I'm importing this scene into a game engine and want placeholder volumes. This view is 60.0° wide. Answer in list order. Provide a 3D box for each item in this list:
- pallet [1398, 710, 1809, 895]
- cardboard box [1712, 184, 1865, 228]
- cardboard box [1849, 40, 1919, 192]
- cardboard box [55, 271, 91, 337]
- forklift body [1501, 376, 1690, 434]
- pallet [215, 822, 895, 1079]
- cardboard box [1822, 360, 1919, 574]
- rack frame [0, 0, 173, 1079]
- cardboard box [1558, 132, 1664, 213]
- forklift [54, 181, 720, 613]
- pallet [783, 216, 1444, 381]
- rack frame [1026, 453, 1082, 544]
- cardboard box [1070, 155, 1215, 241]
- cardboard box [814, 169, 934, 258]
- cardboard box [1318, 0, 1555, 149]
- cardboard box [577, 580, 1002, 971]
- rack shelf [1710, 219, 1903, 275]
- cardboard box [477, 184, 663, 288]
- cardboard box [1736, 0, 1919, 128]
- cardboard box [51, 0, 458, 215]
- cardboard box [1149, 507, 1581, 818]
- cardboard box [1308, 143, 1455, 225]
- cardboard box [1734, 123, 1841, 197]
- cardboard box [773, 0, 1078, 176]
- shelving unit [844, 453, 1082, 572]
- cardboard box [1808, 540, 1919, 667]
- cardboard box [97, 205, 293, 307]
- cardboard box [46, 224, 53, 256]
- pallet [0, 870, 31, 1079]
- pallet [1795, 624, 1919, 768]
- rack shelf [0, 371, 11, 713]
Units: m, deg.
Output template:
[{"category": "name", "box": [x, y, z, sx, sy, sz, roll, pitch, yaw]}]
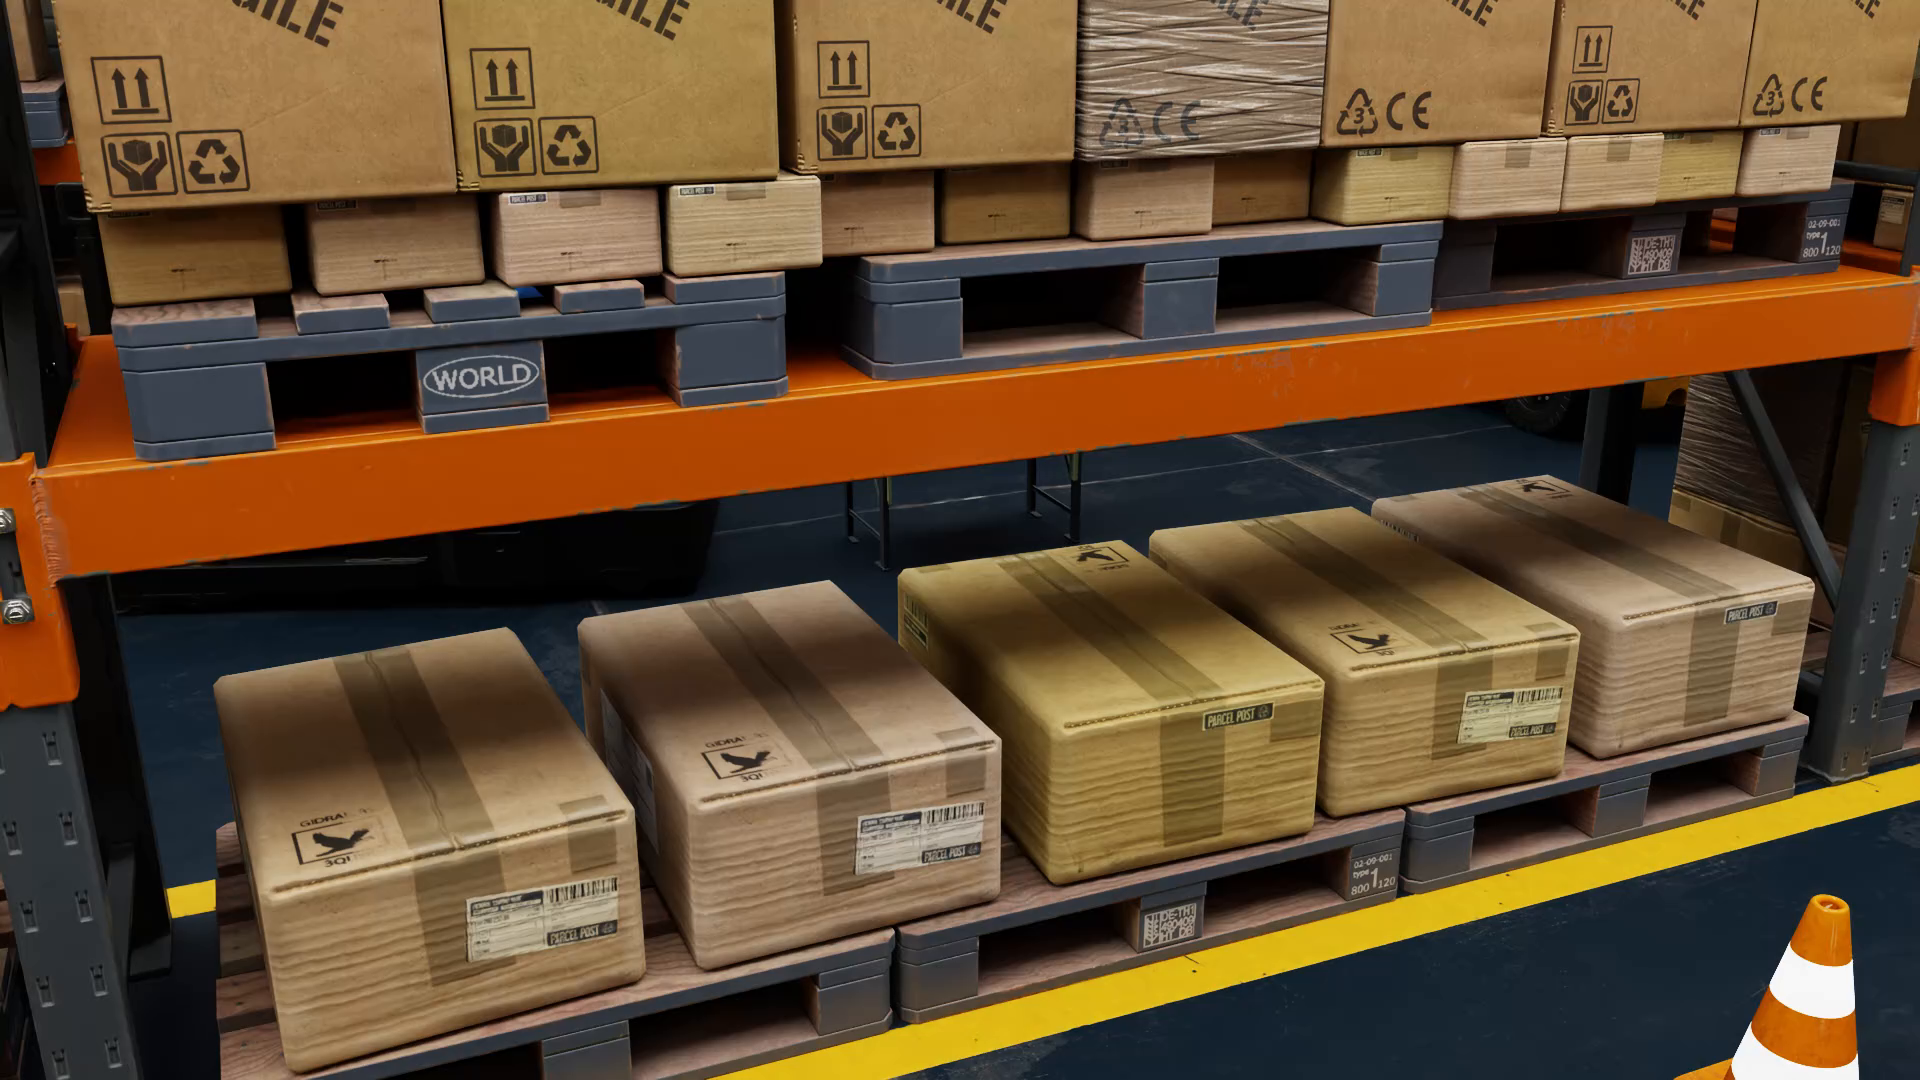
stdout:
[{"category": "pallet", "box": [1.368, 0.472, 4.365, 1.213, 0.211, 1.003, -8, 21, -22]}, {"category": "cardboard box", "box": [2.257, -0.963, 4.619, 0.250, 0.149, 0.380, -8, 21, -22]}, {"category": "cardboard box", "box": [2.597, -1.107, 4.051, 0.500, 0.500, 0.500, -8, 21, -22]}, {"category": "cardboard box", "box": [-3.863, -0.831, 6.998, 0.500, 0.500, 0.500, -8, 21, -20]}, {"category": "forklift body", "box": [2.767, -1.780, 7.838, 1.214, 2.155, 2.313, -8, 21, -22]}, {"category": "pallet", "box": [-0.872, 0.793, 3.453, 1.213, 0.211, 1.003, -8, 21, -22]}, {"category": "cardboard box", "box": [2.731, -0.197, 4.443, 0.500, 0.500, 0.500, -7, 21, -19]}, {"category": "rack frame", "box": [-1.590, -0.420, 2.699, 0.127, 3.000, 1.000, -8, 21, -22]}, {"category": "cardboard box", "box": [1.248, -0.800, 3.524, 0.250, 0.149, 0.380, -9, 21, -23]}, {"category": "forklift", "box": [-2.392, -1.330, 5.387, 3.031, 2.935, 1.130, -1, 19, -4]}, {"category": "pallet", "box": [0.211, -0.603, 3.506, 1.213, 0.211, 1.003, -8, 21, -22]}, {"category": "rack frame", "box": [0.342, -0.756, 5.912, 0.023, 1.500, 0.400, -8, 21, -22]}, {"category": "cardboard box", "box": [0.285, -0.684, 3.193, 0.250, 0.149, 0.380, -7, 21, -20]}, {"category": "cardboard box", "box": [-0.225, -0.620, 3.013, 0.250, 0.149, 0.380, -7, 21, -19]}, {"category": "cardboard box", "box": [0.818, -1.070, 3.313, 0.500, 0.500, 0.500, -7, 21, -20]}, {"category": "cardboard box", "box": [-0.393, 0.450, 3.551, 0.625, 0.372, 0.950, -9, 21, -23]}, {"category": "rack shelf", "box": [3.919, -0.870, 5.060, 4.000, 0.370, 1.077, -8, 21, -22]}, {"category": "cardboard box", "box": [-0.676, -0.535, 2.770, 0.250, 0.149, 0.380, -10, 22, -25]}, {"category": "cardboard box", "box": [1.749, -1.201, 3.686, 0.500, 0.500, 0.500, -9, 21, -23]}, {"category": "cardboard box", "box": [-1.085, -0.794, 2.531, 0.500, 0.500, 0.500, -9, 21, -23]}, {"category": "cardboard box", "box": [0.943, 0.260, 4.091, 0.625, 0.372, 0.950, -7, 21, -19]}, {"category": "cardboard box", "box": [0.777, -0.744, 3.366, 0.250, 0.149, 0.380, -8, 21, -22]}, {"category": "cardboard box", "box": [1.719, -0.874, 3.734, 0.250, 0.149, 0.380, -8, 21, -21]}, {"category": "cardboard box", "box": [-0.125, -0.937, 2.936, 0.500, 0.500, 0.500, -8, 21, -21]}, {"category": "shelving unit", "box": [0.006, -0.708, 5.775, 0.755, 1.500, 0.431, -8, 21, -22]}, {"category": "cardboard box", "box": [2.731, 0.157, 4.567, 0.500, 0.250, 0.500, -9, 21, -24]}, {"category": "cardboard box", "box": [-1.218, -0.486, 2.631, 0.250, 0.149, 0.380, -9, 22, -25]}, {"category": "cardboard box", "box": [-4.162, -1.285, 7.309, 0.250, 0.149, 0.380, -7, 21, -19]}, {"category": "pallet", "box": [-2.344, 0.976, 2.933, 1.213, 0.211, 1.003, -8, 21, -22]}, {"category": "pallet", "box": [2.685, 0.270, 4.938, 1.213, 0.211, 1.003, -8, 21, -22]}, {"category": "rack shelf", "box": [-3.427, 0.182, 2.071, 4.000, 0.370, 1.077, -8, 21, -22]}]
